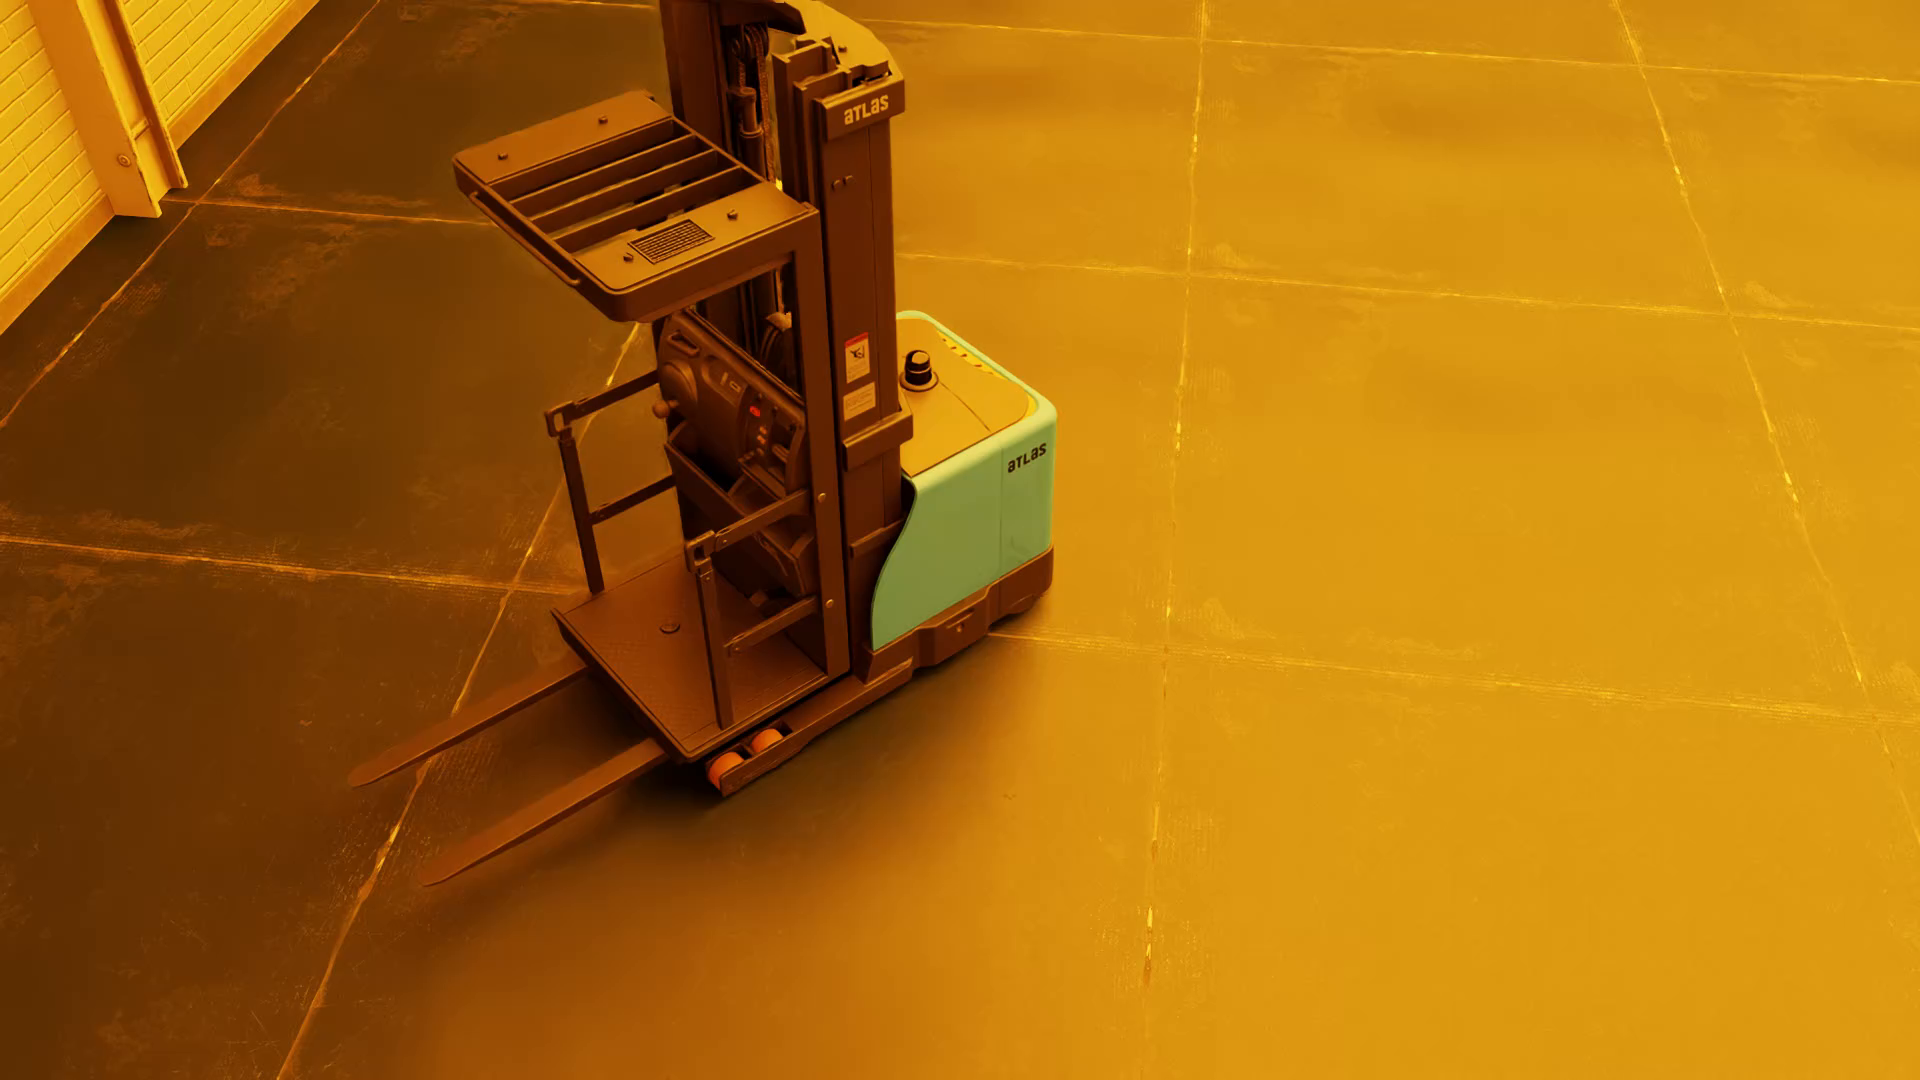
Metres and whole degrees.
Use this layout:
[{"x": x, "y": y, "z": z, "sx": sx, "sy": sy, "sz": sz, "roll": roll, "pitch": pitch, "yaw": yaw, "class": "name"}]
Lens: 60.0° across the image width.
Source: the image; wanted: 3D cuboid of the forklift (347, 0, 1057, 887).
[{"x": -1.036, "y": -0.456, "z": 6.221, "sx": 3.031, "sy": 2.935, "sz": 1.130, "roll": -29, "pitch": 50, "yaw": -28, "class": "forklift"}]

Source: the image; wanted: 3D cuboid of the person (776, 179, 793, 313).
[{"x": -0.750, "y": -1.015, "z": 7.826, "sx": 0.851, "sy": 1.610, "sz": 0.630, "roll": 19, "pitch": 46, "yaw": 20, "class": "person"}]
